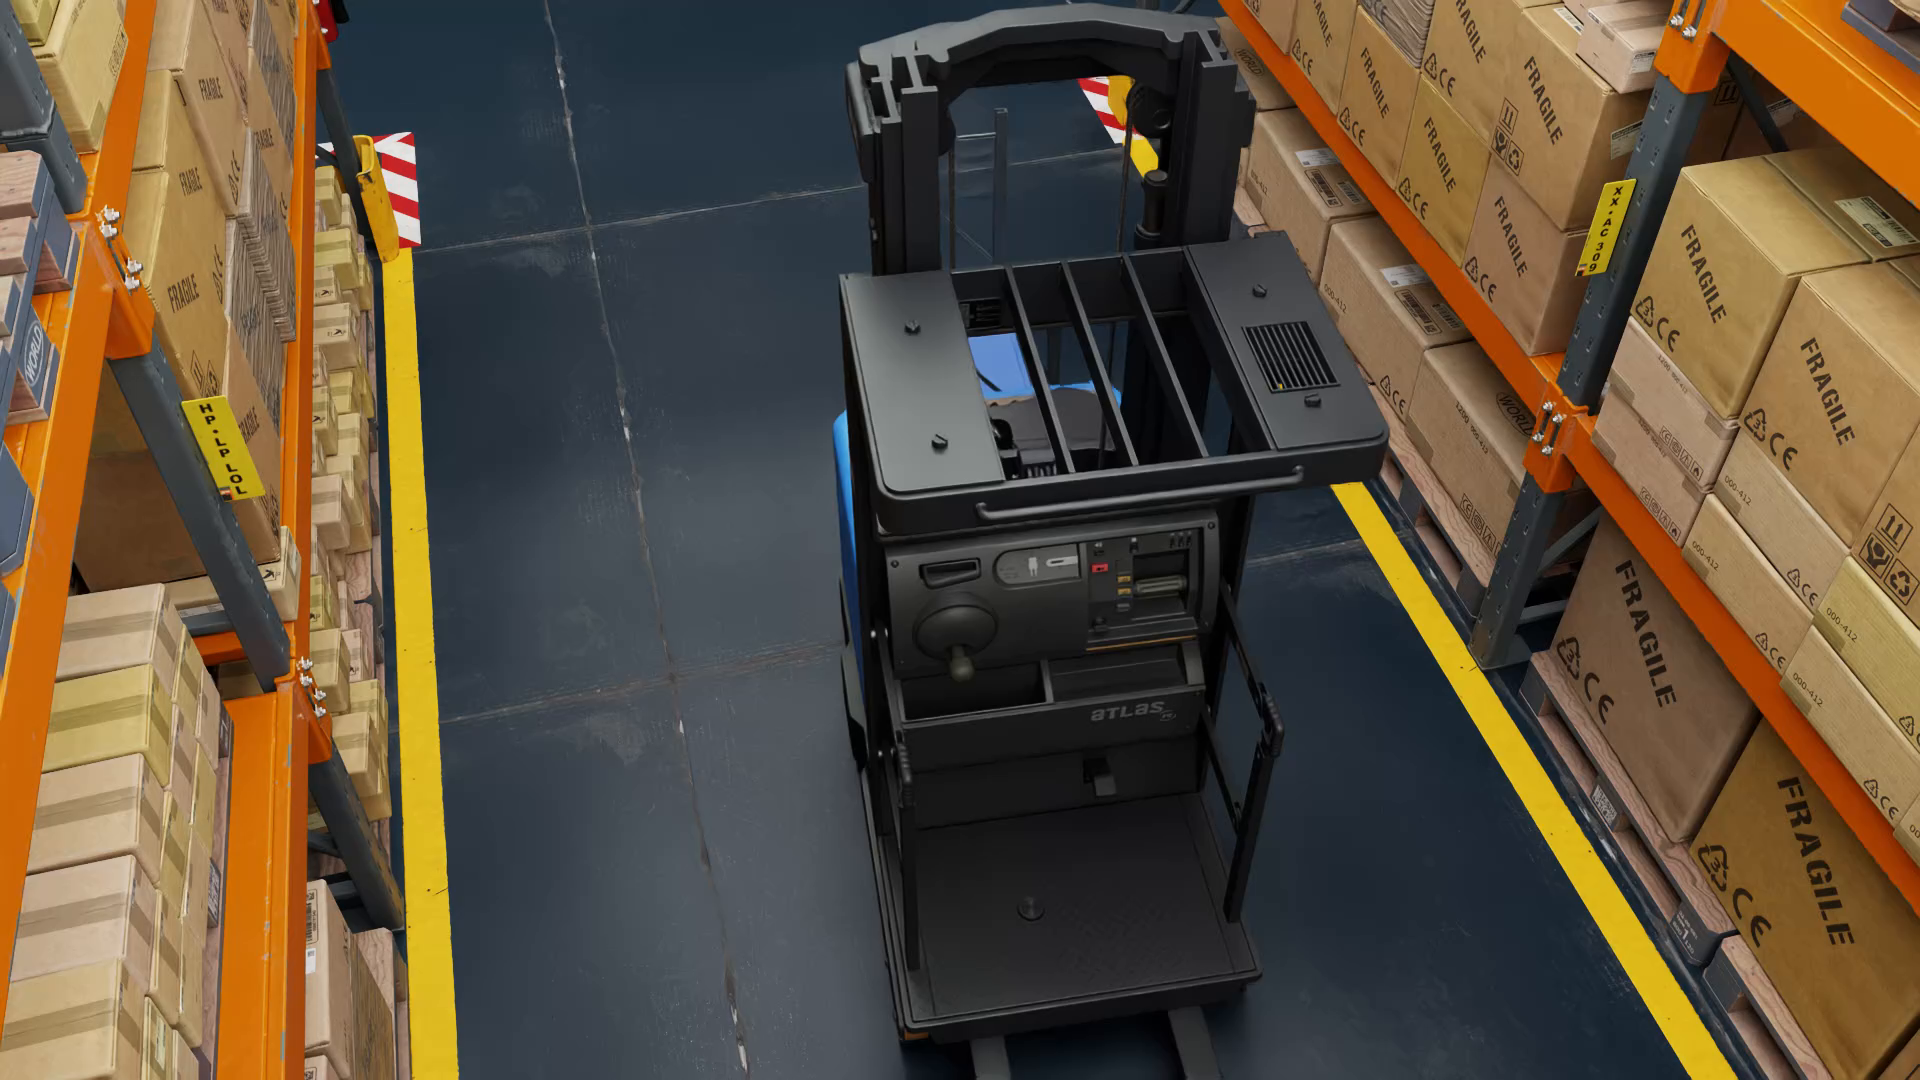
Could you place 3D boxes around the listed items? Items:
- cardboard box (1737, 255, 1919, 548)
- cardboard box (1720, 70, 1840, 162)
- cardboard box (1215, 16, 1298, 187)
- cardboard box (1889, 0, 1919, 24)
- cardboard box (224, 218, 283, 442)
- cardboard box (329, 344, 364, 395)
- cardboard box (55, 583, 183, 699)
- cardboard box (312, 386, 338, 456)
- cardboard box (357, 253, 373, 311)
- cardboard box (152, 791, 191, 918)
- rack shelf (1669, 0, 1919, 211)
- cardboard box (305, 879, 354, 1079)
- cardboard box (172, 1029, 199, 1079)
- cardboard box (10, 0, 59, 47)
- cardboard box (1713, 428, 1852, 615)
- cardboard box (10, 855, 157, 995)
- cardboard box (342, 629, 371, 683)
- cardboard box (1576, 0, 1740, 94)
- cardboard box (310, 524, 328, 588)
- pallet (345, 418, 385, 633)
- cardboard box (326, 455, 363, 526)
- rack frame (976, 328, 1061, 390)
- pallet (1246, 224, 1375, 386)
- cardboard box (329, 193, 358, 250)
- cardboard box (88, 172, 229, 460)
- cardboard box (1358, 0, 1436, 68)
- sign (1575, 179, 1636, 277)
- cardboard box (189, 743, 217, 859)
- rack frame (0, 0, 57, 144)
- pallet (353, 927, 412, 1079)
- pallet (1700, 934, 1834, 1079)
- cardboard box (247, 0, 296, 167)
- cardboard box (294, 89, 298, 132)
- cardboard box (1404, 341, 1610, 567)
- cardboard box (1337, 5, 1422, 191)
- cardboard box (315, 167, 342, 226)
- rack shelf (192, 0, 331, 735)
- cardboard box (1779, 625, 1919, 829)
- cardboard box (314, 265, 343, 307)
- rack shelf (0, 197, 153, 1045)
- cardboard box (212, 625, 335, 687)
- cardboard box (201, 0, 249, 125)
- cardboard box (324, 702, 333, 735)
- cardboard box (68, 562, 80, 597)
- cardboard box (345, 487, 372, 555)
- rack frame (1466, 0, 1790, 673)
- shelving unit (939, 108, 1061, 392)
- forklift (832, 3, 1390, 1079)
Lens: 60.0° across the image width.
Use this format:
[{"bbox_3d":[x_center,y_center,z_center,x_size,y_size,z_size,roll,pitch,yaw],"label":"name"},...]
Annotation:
[{"bbox_3d":[2.423,-0.368,4.240,0.500,0.500,0.500,-11,47,-11],"label":"cardboard box"},{"bbox_3d":[2.543,-1.443,5.294,0.500,0.500,0.500,-10,46,-10],"label":"cardboard box"},{"bbox_3d":[1.672,-2.260,8.364,0.875,0.438,0.875,-12,47,-12],"label":"cardboard box"},{"bbox_3d":[2.376,-1.256,3.416,0.500,0.500,0.500,-11,47,-11],"label":"cardboard box"},{"bbox_3d":[-2.345,-0.578,4.938,0.500,0.500,0.500,-11,47,-10],"label":"cardboard box"},{"bbox_3d":[-2.662,-0.700,6.829,0.380,0.149,0.250,-10,46,-10],"label":"cardboard box"},{"bbox_3d":[-2.037,0.264,3.857,0.380,0.149,0.250,-9,46,-8],"label":"cardboard box"},{"bbox_3d":[-2.592,-0.427,6.354,0.380,0.149,0.250,-10,47,-10],"label":"cardboard box"},{"bbox_3d":[-2.852,-1.137,7.466,0.380,0.149,0.250,-9,46,-9],"label":"cardboard box"},{"bbox_3d":[-1.906,0.718,3.619,0.380,0.149,0.250,-9,46,-9],"label":"cardboard box"},{"bbox_3d":[2.943,-0.103,3.154,1.077,0.370,4.000,-11,47,-10],"label":"rack shelf"},{"bbox_3d":[-1.893,1.223,4.382,0.500,0.250,0.500,-12,47,-11],"label":"cardboard box"},{"bbox_3d":[-1.766,1.184,3.371,0.380,0.149,0.250,-13,47,-12],"label":"cardboard box"},{"bbox_3d":[-2.220,-1.259,3.538,0.500,0.250,0.500,-9,46,-9],"label":"cardboard box"},{"bbox_3d":[2.431,-0.098,4.500,0.500,0.250,0.500,-10,46,-10],"label":"cardboard box"},{"bbox_3d":[-1.836,0.809,3.322,0.380,0.149,0.250,-11,47,-10],"label":"cardboard box"},{"bbox_3d":[-2.293,0.484,5.877,0.380,0.149,0.250,-11,47,-11],"label":"cardboard box"},{"bbox_3d":[2.044,-1.452,4.848,0.380,0.149,0.250,-12,47,-11],"label":"cardboard box"},{"bbox_3d":[-2.431,0.114,5.824,0.380,0.149,0.250,-12,47,-11],"label":"cardboard box"},{"bbox_3d":[-2.850,-0.036,6.637,1.003,0.211,1.213,-11,47,-10],"label":"pallet"},{"bbox_3d":[-2.478,-0.159,6.300,0.380,0.149,0.250,-11,47,-11],"label":"cardboard box"},{"bbox_3d":[0.097,-0.342,6.035,0.500,1.500,0.032,-7,46,-7],"label":"rack frame"},{"bbox_3d":[1.996,-1.093,7.673,1.003,0.211,1.213,-11,47,-10],"label":"pallet"},{"bbox_3d":[-2.941,-1.413,7.529,0.380,0.149,0.250,-12,47,-11],"label":"cardboard box"},{"bbox_3d":[-2.208,-0.556,4.216,0.500,0.500,0.500,-10,46,-9],"label":"cardboard box"},{"bbox_3d":[1.782,-2.047,5.886,0.500,0.500,0.500,-10,46,-10],"label":"cardboard box"},{"bbox_3d":[1.895,-0.914,4.883,0.100,0.325,0.005,-11,47,-10],"label":"sign"},{"bbox_3d":[-1.968,0.648,3.897,0.380,0.149,0.250,-10,47,-10],"label":"cardboard box"},{"bbox_3d":[-2.328,-1.810,2.223,1.000,3.000,0.127,-11,47,-10],"label":"rack frame"},{"bbox_3d":[-2.128,1.803,4.835,1.003,0.211,1.213,-11,47,-10],"label":"pallet"},{"bbox_3d":[3.017,1.654,4.982,1.003,0.211,1.213,-11,47,-10],"label":"pallet"},{"bbox_3d":[-2.723,-1.643,5.982,0.500,0.500,0.500,-11,47,-10],"label":"cardboard box"},{"bbox_3d":[-2.802,-1.690,6.482,0.380,0.149,0.250,-10,46,-9],"label":"cardboard box"},{"bbox_3d":[2.374,-0.389,6.531,0.875,0.438,0.875,-11,47,-11],"label":"cardboard box"},{"bbox_3d":[1.785,-1.692,6.238,0.500,0.500,0.500,-11,47,-11],"label":"cardboard box"},{"bbox_3d":[-2.972,-1.510,7.415,0.380,0.149,0.250,-10,46,-10],"label":"cardboard box"},{"bbox_3d":[-2.840,-0.840,5.976,1.077,0.370,4.000,-11,47,-10],"label":"rack shelf"},{"bbox_3d":[2.538,0.433,4.331,0.500,0.250,0.500,-11,47,-11],"label":"cardboard box"},{"bbox_3d":[-2.769,-0.980,6.896,0.380,0.149,0.250,-12,47,-12],"label":"cardboard box"},{"bbox_3d":[-1.816,0.872,2.198,1.077,0.370,4.000,-11,47,-10],"label":"rack shelf"},{"bbox_3d":[-2.361,0.408,5.744,0.380,0.149,0.250,-11,47,-11],"label":"cardboard box"},{"bbox_3d":[-2.585,-1.619,5.258,0.500,0.500,0.500,-12,47,-12],"label":"cardboard box"},{"bbox_3d":[-2.216,0.656,5.292,0.380,0.149,0.250,-9,46,-9],"label":"cardboard box"},{"bbox_3d":[-2.725,-0.132,4.501,0.500,0.500,0.500,-11,47,-10],"label":"cardboard box"},{"bbox_3d":[-2.482,-0.058,6.409,0.380,0.149,0.250,-12,47,-11],"label":"cardboard box"},{"bbox_3d":[2.431,-0.685,5.321,1.000,3.000,0.127,-11,47,-10],"label":"rack frame"},{"bbox_3d":[0.013,-0.700,6.386,0.538,1.500,1.048,-7,46,-7],"label":"shelving unit"},{"bbox_3d":[0.300,0.252,4.451,1.130,2.935,3.031,-7,46,-7],"label":"forklift"}]
